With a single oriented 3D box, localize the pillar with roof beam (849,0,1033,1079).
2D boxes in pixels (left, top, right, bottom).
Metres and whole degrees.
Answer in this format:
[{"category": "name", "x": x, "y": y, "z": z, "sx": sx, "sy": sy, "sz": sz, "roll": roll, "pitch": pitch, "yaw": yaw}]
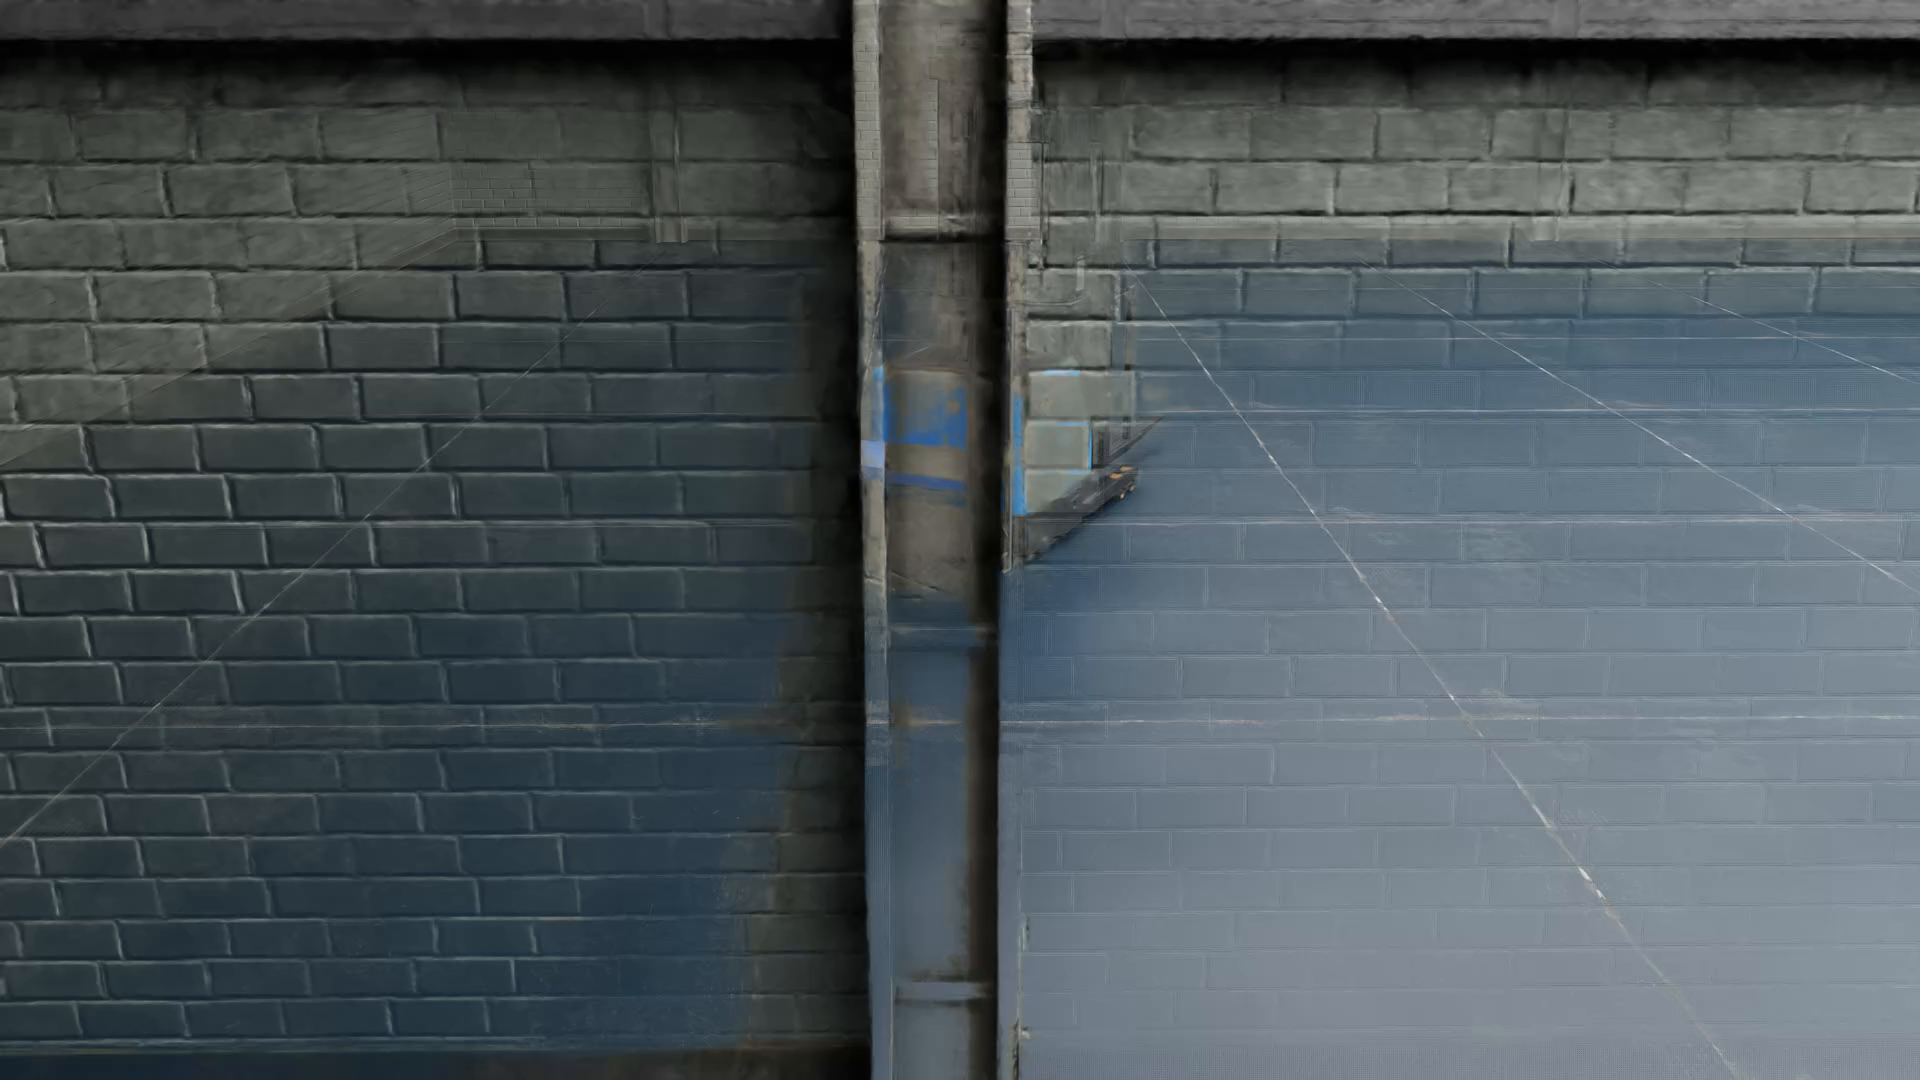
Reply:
[{"category": "pillar with roof beam", "x": -3.887, "y": -7.074, "z": 17.368, "sx": 0.400, "sy": 9.000, "sz": 9.100, "roll": 0, "pitch": 18, "yaw": -1}]
